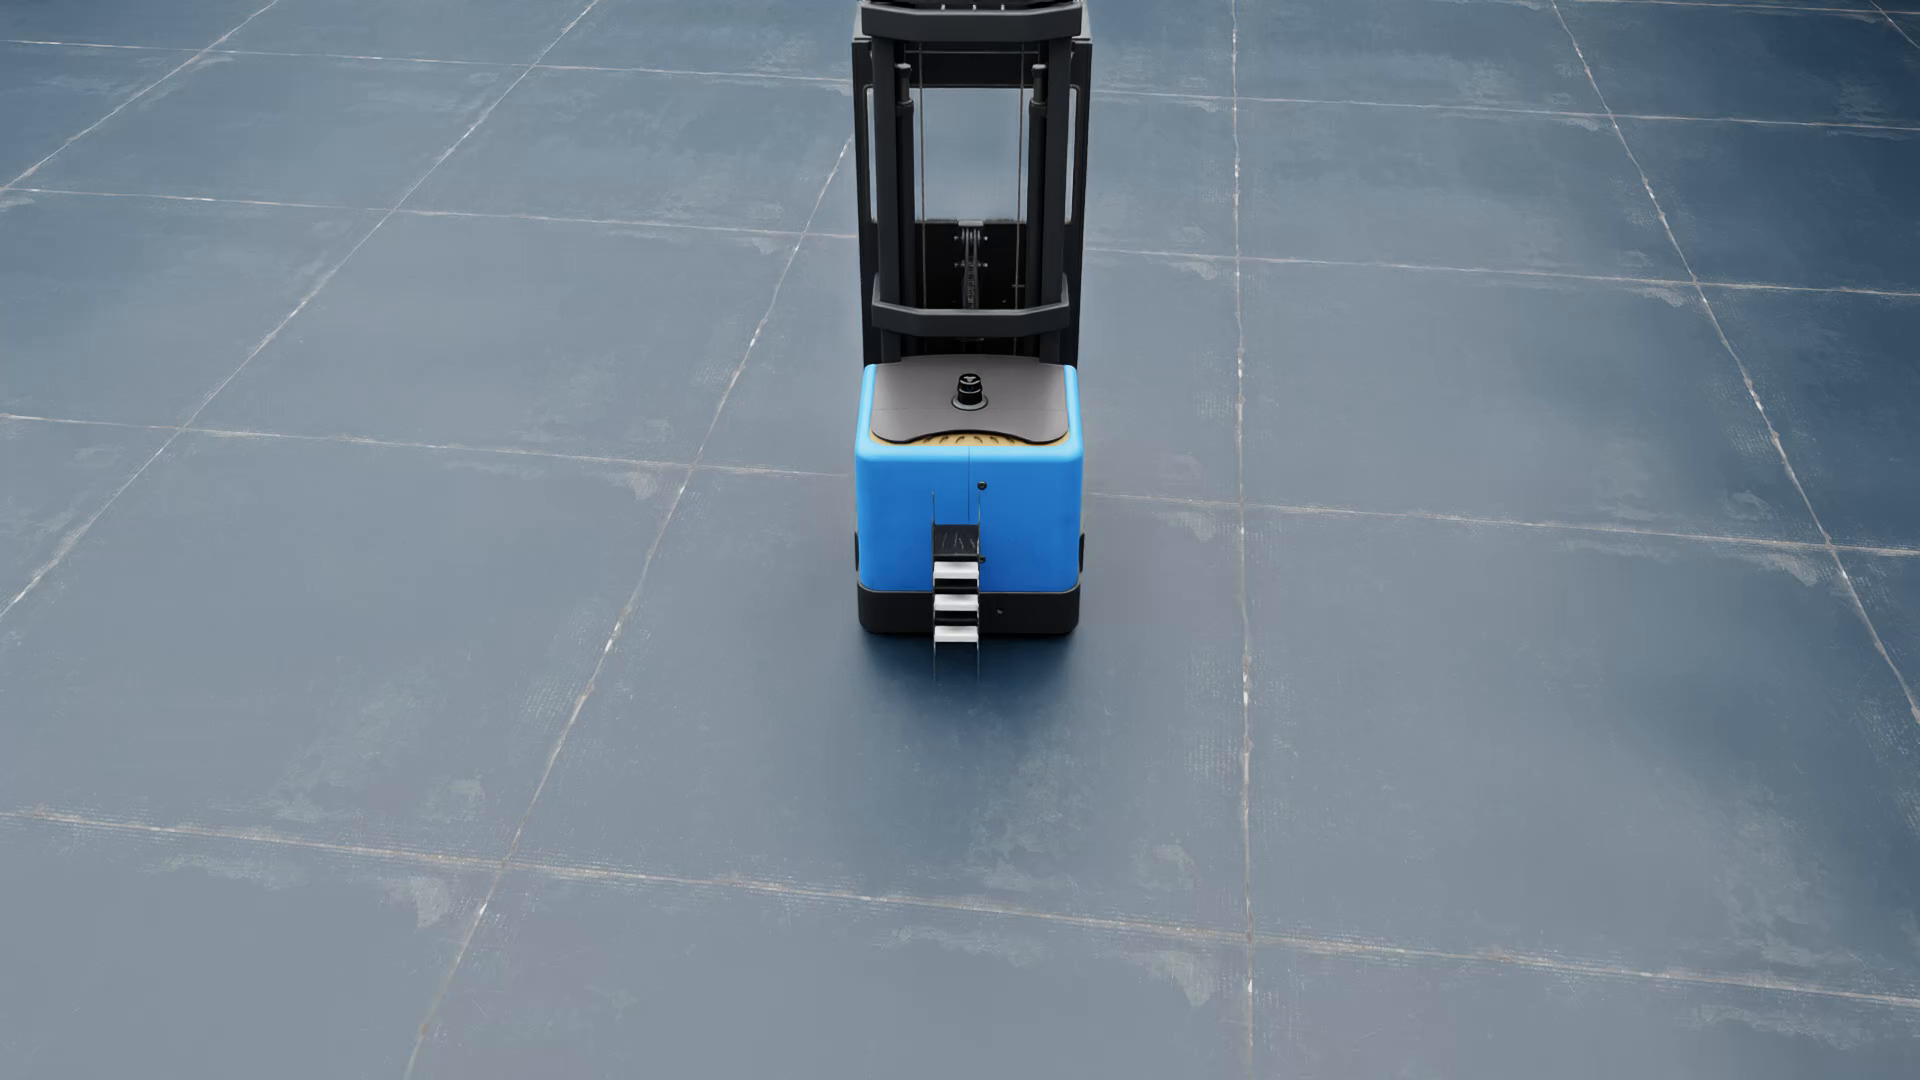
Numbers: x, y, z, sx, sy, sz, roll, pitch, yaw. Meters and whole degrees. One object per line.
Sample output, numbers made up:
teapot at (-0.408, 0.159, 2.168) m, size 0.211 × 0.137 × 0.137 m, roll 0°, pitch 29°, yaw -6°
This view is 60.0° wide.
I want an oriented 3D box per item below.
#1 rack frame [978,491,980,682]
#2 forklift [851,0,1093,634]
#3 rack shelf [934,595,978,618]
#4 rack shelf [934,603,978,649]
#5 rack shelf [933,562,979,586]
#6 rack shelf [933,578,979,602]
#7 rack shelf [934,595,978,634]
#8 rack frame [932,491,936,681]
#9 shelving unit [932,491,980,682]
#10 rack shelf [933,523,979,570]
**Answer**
rack frame at (0.085, 0.220, 7.524) m, size 0.006 × 0.900 × 0.240 m, roll 0°, pitch 36°, yaw 0°
forklift at (0.056, -1.573, 8.288) m, size 1.130 × 2.935 × 3.031 m, roll 0°, pitch 36°, yaw 0°
rack shelf at (-0.016, 0.246, 7.544) m, size 0.200 × 0.077 × 0.258 m, roll 0°, pitch 36°, yaw 0°
rack shelf at (-0.016, 0.392, 7.649) m, size 0.200 × 0.077 × 0.258 m, roll 0°, pitch 36°, yaw 0°
rack shelf at (-0.016, 0.100, 7.439) m, size 0.200 × 0.077 × 0.258 m, roll 0°, pitch 36°, yaw 0°
rack shelf at (-0.016, 0.173, 7.492) m, size 0.200 × 0.077 × 0.258 m, roll 0°, pitch 36°, yaw 0°
rack shelf at (-0.016, 0.319, 7.597) m, size 0.200 × 0.077 × 0.258 m, roll 0°, pitch 36°, yaw 0°
rack frame at (-0.118, 0.218, 7.526) m, size 0.006 × 0.900 × 0.240 m, roll 0°, pitch 36°, yaw 0°
shelving unit at (-0.016, 0.219, 7.525) m, size 0.210 × 0.900 × 0.258 m, roll 0°, pitch 36°, yaw 0°
rack shelf at (-0.016, 0.027, 7.387) m, size 0.200 × 0.077 × 0.258 m, roll 0°, pitch 36°, yaw 0°
